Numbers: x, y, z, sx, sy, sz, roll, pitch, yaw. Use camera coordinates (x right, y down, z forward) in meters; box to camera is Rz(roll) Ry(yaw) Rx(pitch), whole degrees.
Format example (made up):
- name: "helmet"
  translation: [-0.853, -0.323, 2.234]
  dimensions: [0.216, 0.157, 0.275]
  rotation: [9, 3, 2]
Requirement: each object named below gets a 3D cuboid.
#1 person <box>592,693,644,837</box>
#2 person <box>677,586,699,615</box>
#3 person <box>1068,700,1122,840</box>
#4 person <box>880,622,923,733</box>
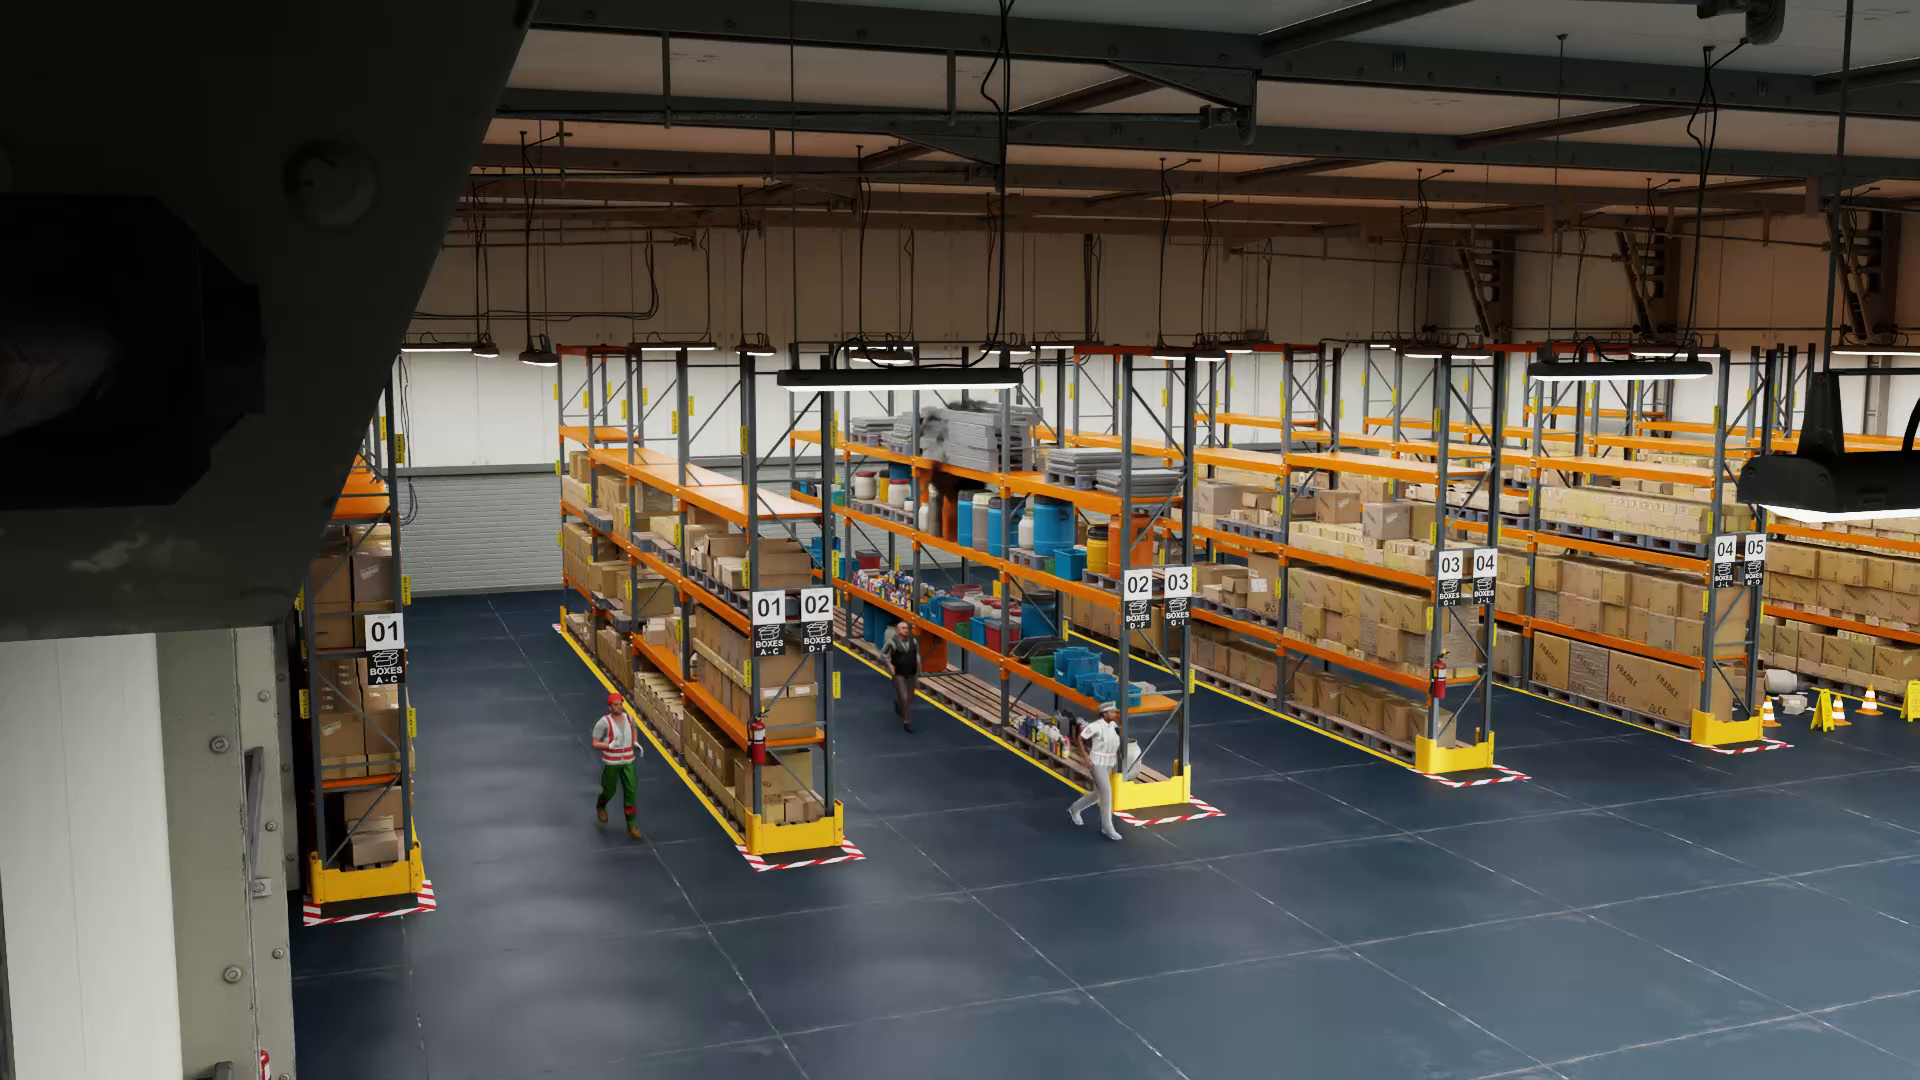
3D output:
- name: "person"
  translation: [-4.287, 2.784, 20.845]
  dimensions: [0.668, 1.765, 0.998]
  rotation: [-5, 9, -33]
- name: "person"
  translation: [-5.863, 1.067, 35.112]
  dimensions: [0.632, 1.658, 0.894]
  rotation: [-6, 9, -38]
- name: "person"
  translation: [1.799, 2.849, 20.985]
  dimensions: [0.874, 1.671, 0.621]
  rotation: [6, 10, 41]
- name: "person"
  translation: [-0.919, 2.150, 26.441]
  dimensions: [0.662, 1.715, 0.837]
  rotation: [-4, 8, -26]
